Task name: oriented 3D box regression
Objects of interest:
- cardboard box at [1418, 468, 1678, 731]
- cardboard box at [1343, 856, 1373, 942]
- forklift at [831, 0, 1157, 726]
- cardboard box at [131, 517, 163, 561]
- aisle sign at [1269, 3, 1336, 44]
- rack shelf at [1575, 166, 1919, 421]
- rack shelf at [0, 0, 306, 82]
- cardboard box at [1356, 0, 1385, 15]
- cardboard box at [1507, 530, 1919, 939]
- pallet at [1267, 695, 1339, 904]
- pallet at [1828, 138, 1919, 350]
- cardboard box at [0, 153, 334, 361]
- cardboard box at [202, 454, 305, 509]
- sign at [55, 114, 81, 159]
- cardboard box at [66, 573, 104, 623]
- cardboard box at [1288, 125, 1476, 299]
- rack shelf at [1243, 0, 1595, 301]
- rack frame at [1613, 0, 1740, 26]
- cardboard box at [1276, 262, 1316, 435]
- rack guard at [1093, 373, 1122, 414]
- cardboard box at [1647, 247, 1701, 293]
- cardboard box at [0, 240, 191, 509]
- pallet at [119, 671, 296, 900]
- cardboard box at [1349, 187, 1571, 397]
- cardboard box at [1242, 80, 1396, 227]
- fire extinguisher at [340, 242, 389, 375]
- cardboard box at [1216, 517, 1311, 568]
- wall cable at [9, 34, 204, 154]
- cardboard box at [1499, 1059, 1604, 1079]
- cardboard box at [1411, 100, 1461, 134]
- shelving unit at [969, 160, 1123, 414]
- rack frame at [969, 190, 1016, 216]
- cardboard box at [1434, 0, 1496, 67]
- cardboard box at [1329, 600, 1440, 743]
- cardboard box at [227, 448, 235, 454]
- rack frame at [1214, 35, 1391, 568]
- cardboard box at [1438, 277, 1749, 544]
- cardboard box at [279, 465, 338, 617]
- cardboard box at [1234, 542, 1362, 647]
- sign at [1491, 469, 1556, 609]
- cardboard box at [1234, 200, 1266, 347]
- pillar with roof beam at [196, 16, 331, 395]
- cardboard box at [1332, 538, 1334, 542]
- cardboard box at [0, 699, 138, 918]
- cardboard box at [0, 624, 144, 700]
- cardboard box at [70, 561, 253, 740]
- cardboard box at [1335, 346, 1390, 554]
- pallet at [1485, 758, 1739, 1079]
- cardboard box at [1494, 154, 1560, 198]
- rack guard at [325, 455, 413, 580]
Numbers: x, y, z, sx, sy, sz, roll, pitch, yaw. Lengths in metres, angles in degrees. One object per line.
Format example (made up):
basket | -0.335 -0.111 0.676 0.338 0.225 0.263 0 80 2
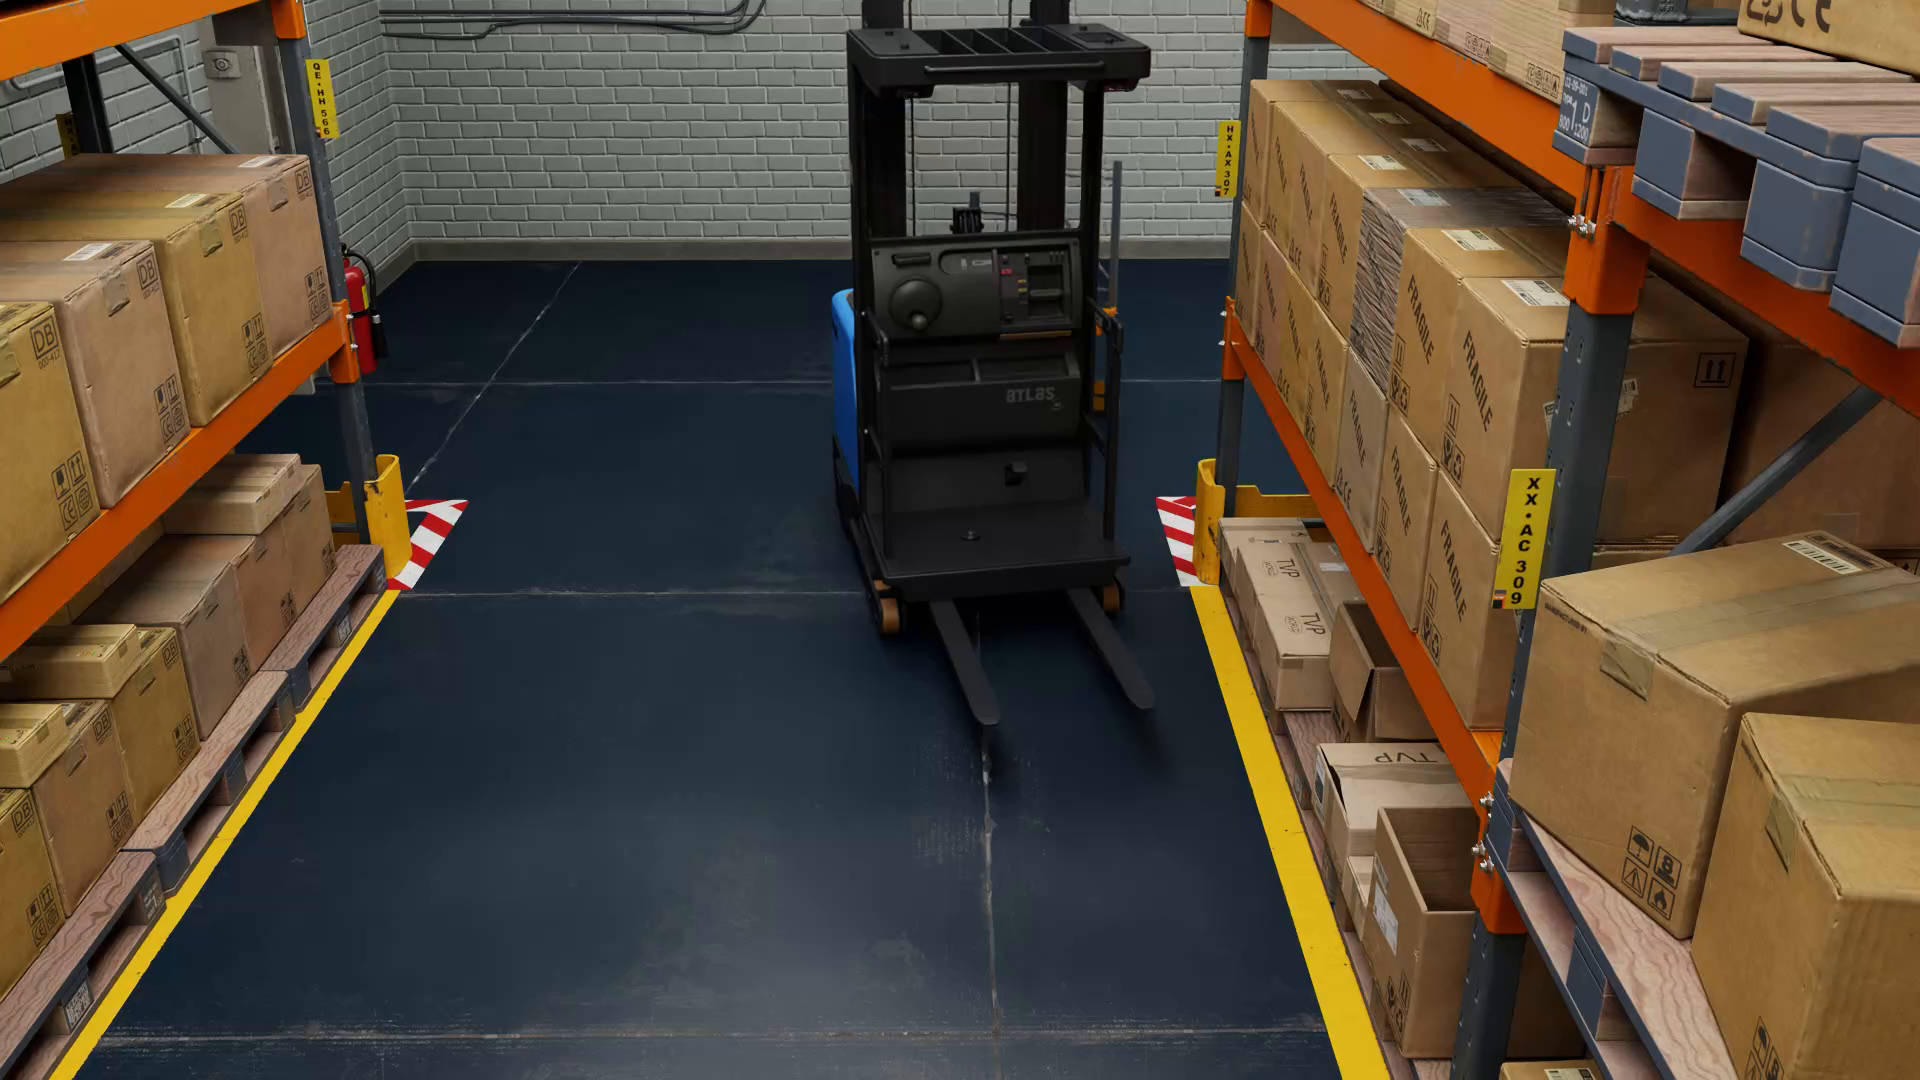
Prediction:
cardboard box | 1.489 0.139 4.181 0.500 0.500 0.500 0 24 0
cardboard box | 1.397 1.100 5.103 0.380 0.149 0.250 0 24 -1
forklift | 0.121 -1.083 7.087 1.130 2.935 3.031 -5 25 -10
cardboard box | -3.331 -0.034 6.421 0.380 0.149 0.250 0 24 0
aisle sign | 1.413 -2.470 6.917 0.394 0.787 0.004 0 24 -1
rack shelf | 1.773 0.175 1.457 1.077 0.370 4.000 0 24 -1
rack shelf | -3.224 -1.450 5.048 1.077 0.370 4.000 0 24 -1
cardboard box | 1.470 -1.726 4.969 0.500 0.250 0.500 0 24 -1
cardboard box | 1.532 0.349 3.208 0.700 0.500 0.500 -9 26 -18
pallet | 1.728 0.873 6.063 1.003 0.211 1.213 0 24 -1
pallet | 1.702 -0.195 1.630 1.213 0.211 1.003 0 24 -1
cardboard box | -3.230 -1.161 6.814 0.980 0.700 0.700 1 24 2
cardboard box | -2.955 -0.243 6.883 0.380 0.149 0.250 -1 24 -1
sign | -3.801 -1.665 7.146 0.100 0.325 0.005 0 24 -1
cardboard box | -3.324 0.177 5.955 0.380 0.149 0.250 0 24 0
cardboard box | 1.462 -1.154 5.827 0.500 0.500 0.500 0 24 0
rack shelf | 1.729 -1.474 5.101 1.077 0.370 4.000 0 24 -1
rack frame | 1.751 -2.344 2.512 1.000 3.000 0.127 0 24 -1
cardboard box | 1.462 -0.701 6.038 0.500 0.500 0.500 0 24 -1
rack guard | 0.674 -0.906 9.950 0.587 0.250 0.087 10 26 20
cardboard box | 2.021 -0.520 4.424 0.500 0.500 0.500 -1 24 -2
cardboard box | -3.212 -0.548 5.457 0.980 0.700 0.700 -1 24 -3
pallet | -3.149 0.866 6.079 1.003 0.211 1.213 0 24 -1
cardboard box | 1.473 -0.738 4.906 0.500 0.500 0.500 0 24 0
cardboard box | 1.449 -1.576 6.759 0.500 0.500 0.500 0 24 1
fire extinguisher | -2.786 -1.094 7.575 0.296 0.674 0.183 0 24 -1
cardboard box | 1.368 0.014 7.505 0.380 0.149 0.250 0 24 -1
wall cable | -4.206 -2.221 8.288 0.084 1.984 1.851 0 24 -1
cardboard box | 1.513 1.528 3.730 0.500 0.500 0.500 -1 24 -3
cardboard box | 1.993 -1.369 6.303 0.500 0.500 0.500 0 24 1
shelving unit | 0.483 -1.286 9.274 0.587 1.500 1.083 10 26 20
rack frame | 0.286 -1.089 8.838 0.500 1.500 0.032 10 26 20
cardboard box | 1.485 -1.314 4.057 0.500 0.250 0.500 0 24 -1
cardboard box | 1.725 0.552 5.884 0.797 0.503 0.637 0 24 -1
cardboard box | -3.340 -0.345 7.110 0.380 0.149 0.250 0 24 0
rack frame | 1.707 -1.259 7.393 1.000 3.000 0.127 0 24 -1
cardboard box | 1.487 -0.319 3.980 0.500 0.500 0.500 0 24 0
cardboard box | -3.138 0.001 7.132 0.700 0.500 0.500 0 24 -1
cardboard box | 1.435 0.225 6.915 0.500 0.250 0.500 0 24 -1
sign | 1.208 0.001 3.558 0.100 0.325 0.005 0 24 -1
cardboard box | 1.449 -1.120 6.966 0.500 0.500 0.500 0 24 1
pillar with roof beam | 0.164 -5.096 8.598 9.100 9.000 0.400 0 24 -1
cardboard box | 1.960 -0.097 7.325 0.500 0.500 0.500 0 24 -1
cardboard box | -3.110 0.845 5.265 0.700 0.500 0.500 0 24 -1
cardboard box | -2.935 0.400 5.463 0.380 0.149 0.250 -1 24 -2
cardboard box | -3.127 0.414 6.218 0.700 0.500 0.500 -1 24 -2
cardboard box | 1.474 -0.285 5.119 0.500 0.500 0.500 0 24 1
pallet | 1.651 0.807 3.059 1.003 0.211 1.213 0 24 -1
cardboard box | 2.009 -0.944 5.363 0.500 0.500 0.500 0 24 1
rack guard | -3.246 -0.106 7.877 1.175 0.500 0.348 0 24 -1
